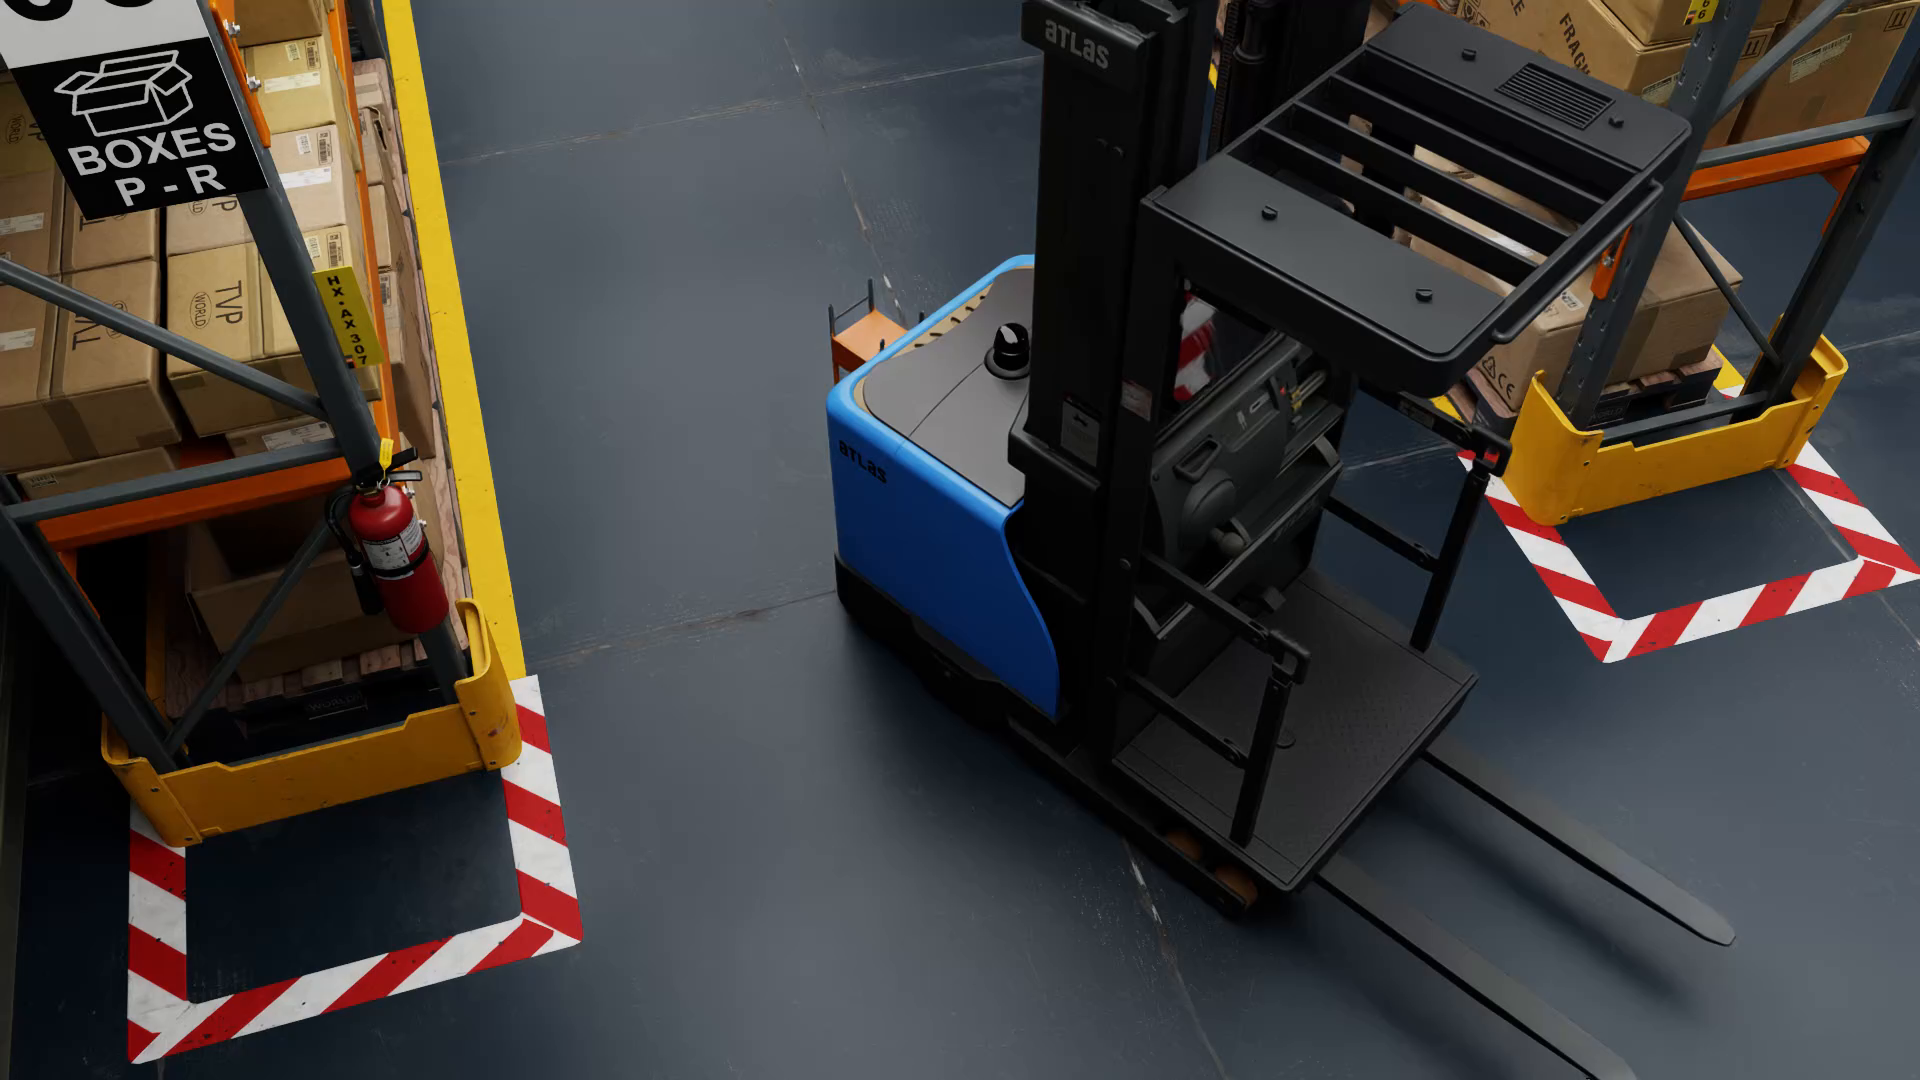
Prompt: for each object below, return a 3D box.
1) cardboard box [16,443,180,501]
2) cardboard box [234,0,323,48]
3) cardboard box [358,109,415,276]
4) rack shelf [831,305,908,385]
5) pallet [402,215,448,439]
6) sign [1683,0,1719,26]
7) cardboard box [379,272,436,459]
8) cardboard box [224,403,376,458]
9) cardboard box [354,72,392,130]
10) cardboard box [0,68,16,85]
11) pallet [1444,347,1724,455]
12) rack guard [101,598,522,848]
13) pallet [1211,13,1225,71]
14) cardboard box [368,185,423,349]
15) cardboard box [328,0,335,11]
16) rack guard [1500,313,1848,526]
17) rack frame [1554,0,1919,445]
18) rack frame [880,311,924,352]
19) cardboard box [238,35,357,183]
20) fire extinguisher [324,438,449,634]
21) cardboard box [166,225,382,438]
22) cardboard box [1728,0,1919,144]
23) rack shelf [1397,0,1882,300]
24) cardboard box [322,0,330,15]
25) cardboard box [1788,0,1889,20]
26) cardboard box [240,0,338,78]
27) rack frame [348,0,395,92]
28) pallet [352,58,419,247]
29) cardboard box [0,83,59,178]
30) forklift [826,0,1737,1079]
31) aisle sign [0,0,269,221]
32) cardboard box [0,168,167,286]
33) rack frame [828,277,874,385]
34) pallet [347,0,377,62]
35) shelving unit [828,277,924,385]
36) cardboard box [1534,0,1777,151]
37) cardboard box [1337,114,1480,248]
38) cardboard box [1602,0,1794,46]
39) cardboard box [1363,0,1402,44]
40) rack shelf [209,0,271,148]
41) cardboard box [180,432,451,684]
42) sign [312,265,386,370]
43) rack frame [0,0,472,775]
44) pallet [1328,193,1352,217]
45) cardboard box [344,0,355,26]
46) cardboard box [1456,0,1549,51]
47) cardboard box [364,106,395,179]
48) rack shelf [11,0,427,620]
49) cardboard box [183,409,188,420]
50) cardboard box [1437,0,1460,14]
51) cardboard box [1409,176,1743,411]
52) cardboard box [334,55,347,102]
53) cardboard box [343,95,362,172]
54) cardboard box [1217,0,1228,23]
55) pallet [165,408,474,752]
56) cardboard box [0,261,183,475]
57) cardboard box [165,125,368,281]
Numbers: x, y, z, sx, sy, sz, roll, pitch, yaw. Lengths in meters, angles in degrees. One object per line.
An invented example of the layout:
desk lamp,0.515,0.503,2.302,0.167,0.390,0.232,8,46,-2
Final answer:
cardboard box,-2.413,-0.256,4.668,0.380,0.149,0.250,-14,51,-11
cardboard box,-2.379,-1.932,5.330,0.500,0.500,0.500,-12,51,-10
cardboard box,-2.672,-1.345,6.782,0.700,0.500,0.500,-15,52,-12
rack shelf,-0.279,-0.606,5.716,0.240,0.259,0.215,36,59,26
pallet,-2.675,-0.784,6.773,1.003,0.211,1.213,-13,51,-11
sign,2.160,-1.617,4.739,0.100,0.325,0.005,-13,51,-11
cardboard box,-2.365,-0.586,6.143,0.700,0.500,0.500,-11,51,-9
cardboard box,-1.894,-0.377,4.770,0.380,0.149,0.250,-14,51,-11
cardboard box,-2.796,-1.953,7.524,0.380,0.149,0.250,-15,51,-12
cardboard box,-2.896,-1.600,5.541,0.500,0.250,0.500,-13,51,-11
pallet,2.371,-0.948,6.911,1.003,0.211,1.213,-13,51,-11
rack guard,-2.081,0.595,5.422,1.175,0.500,0.348,-13,51,-11
pallet,1.649,-2.730,8.413,1.003,0.211,1.213,-13,51,-11
cardboard box,-2.425,-0.995,6.487,0.500,0.500,0.500,-12,51,-10
cardboard box,-2.554,-2.073,6.200,0.380,0.149,0.250,-14,51,-12
rack guard,2.689,-0.457,6.308,1.175,0.500,0.348,-13,51,-11
rack frame,2.682,-1.280,5.368,1.000,3.000,0.127,-13,51,-11
rack frame,-0.191,-0.365,5.871,0.008,1.050,0.200,36,59,26
cardboard box,-2.238,-1.333,5.315,0.500,0.250,0.500,-14,51,-12
fire extinguisher,-1.574,-0.007,4.589,0.296,0.674,0.183,-13,51,-11
cardboard box,-1.935,-0.595,4.693,0.500,0.250,0.500,-13,51,-11
cardboard box,2.814,-1.728,5.680,0.500,0.500,0.500,-14,51,-11
rack shelf,2.091,-2.509,6.874,1.077,0.370,4.000,-13,51,-11
cardboard box,-2.561,-2.078,5.943,0.500,0.250,0.500,-14,51,-11
cardboard box,2.812,-2.050,5.297,0.500,0.500,0.500,-14,51,-12
cardboard box,-2.409,-1.702,5.626,0.500,0.250,0.500,-15,51,-12
rack frame,-3.241,-3.077,6.882,1.000,3.000,0.127,-13,51,-11
pallet,-3.039,-1.676,7.525,1.003,0.211,1.213,-13,51,-11
cardboard box,-2.741,-1.218,5.219,0.500,0.250,0.500,-12,51,-10
forklift,0.984,-0.222,4.520,3.031,2.935,1.130,35,58,26
aisle sign,-1.758,-1.010,3.439,0.394,0.787,0.004,-13,51,-11
cardboard box,-2.599,-0.856,4.913,0.500,0.250,0.500,-13,51,-11
rack frame,-0.367,-0.494,5.980,0.008,1.050,0.200,36,59,26
pallet,-3.518,-2.764,8.442,1.003,0.211,1.213,-13,51,-11
shelving unit,-0.279,-0.429,5.925,0.252,1.050,0.215,36,59,26
cardboard box,2.287,-1.605,5.576,0.500,0.500,0.500,-13,51,-11
cardboard box,2.113,-1.716,7.136,0.875,0.438,0.875,-12,51,-10
cardboard box,2.312,-1.933,5.198,0.500,0.500,0.500,-12,51,-10
cardboard box,1.848,-2.375,7.691,0.875,0.438,0.875,-15,51,-12
rack shelf,-2.650,-2.351,4.779,1.077,0.370,4.000,-13,51,-11
cardboard box,-2.149,0.046,5.608,0.797,0.503,0.637,-15,52,-12
sign,-1.540,-0.557,4.192,0.100,0.325,0.005,-13,51,-11
rack frame,-2.059,-0.155,4.419,1.000,3.000,0.127,-13,51,-11
pallet,2.014,-1.837,7.661,1.003,0.211,1.213,-13,51,-11
cardboard box,-3.170,-2.811,8.018,0.500,0.500,0.500,-11,51,-9
cardboard box,2.152,-1.975,5.888,0.500,0.500,0.500,-14,51,-12
cardboard box,-2.691,-1.730,7.260,0.396,0.266,0.258,-12,51,-10
rack shelf,-2.650,-1.384,5.926,1.077,0.370,4.000,-13,51,-11
cardboard box,-2.429,-0.455,4.836,0.380,0.149,0.250,-12,51,-10
cardboard box,1.991,-2.349,6.203,0.500,0.500,0.500,-12,51,-10
cardboard box,2.391,-1.049,6.574,0.875,0.438,0.875,-15,51,-12
cardboard box,-2.325,-1.516,5.731,0.380,0.149,0.250,-12,51,-10
cardboard box,-2.227,-1.329,5.573,0.380,0.149,0.250,-15,51,-12
cardboard box,1.582,-3.029,8.242,0.875,0.438,0.875,-14,51,-12
pallet,-2.318,0.106,6.023,1.003,0.211,1.213,-13,51,-11
cardboard box,-2.448,-0.479,4.595,0.500,0.250,0.500,-12,51,-10
cardboard box,-2.085,-0.963,5.004,0.500,0.250,0.500,-13,51,-11
